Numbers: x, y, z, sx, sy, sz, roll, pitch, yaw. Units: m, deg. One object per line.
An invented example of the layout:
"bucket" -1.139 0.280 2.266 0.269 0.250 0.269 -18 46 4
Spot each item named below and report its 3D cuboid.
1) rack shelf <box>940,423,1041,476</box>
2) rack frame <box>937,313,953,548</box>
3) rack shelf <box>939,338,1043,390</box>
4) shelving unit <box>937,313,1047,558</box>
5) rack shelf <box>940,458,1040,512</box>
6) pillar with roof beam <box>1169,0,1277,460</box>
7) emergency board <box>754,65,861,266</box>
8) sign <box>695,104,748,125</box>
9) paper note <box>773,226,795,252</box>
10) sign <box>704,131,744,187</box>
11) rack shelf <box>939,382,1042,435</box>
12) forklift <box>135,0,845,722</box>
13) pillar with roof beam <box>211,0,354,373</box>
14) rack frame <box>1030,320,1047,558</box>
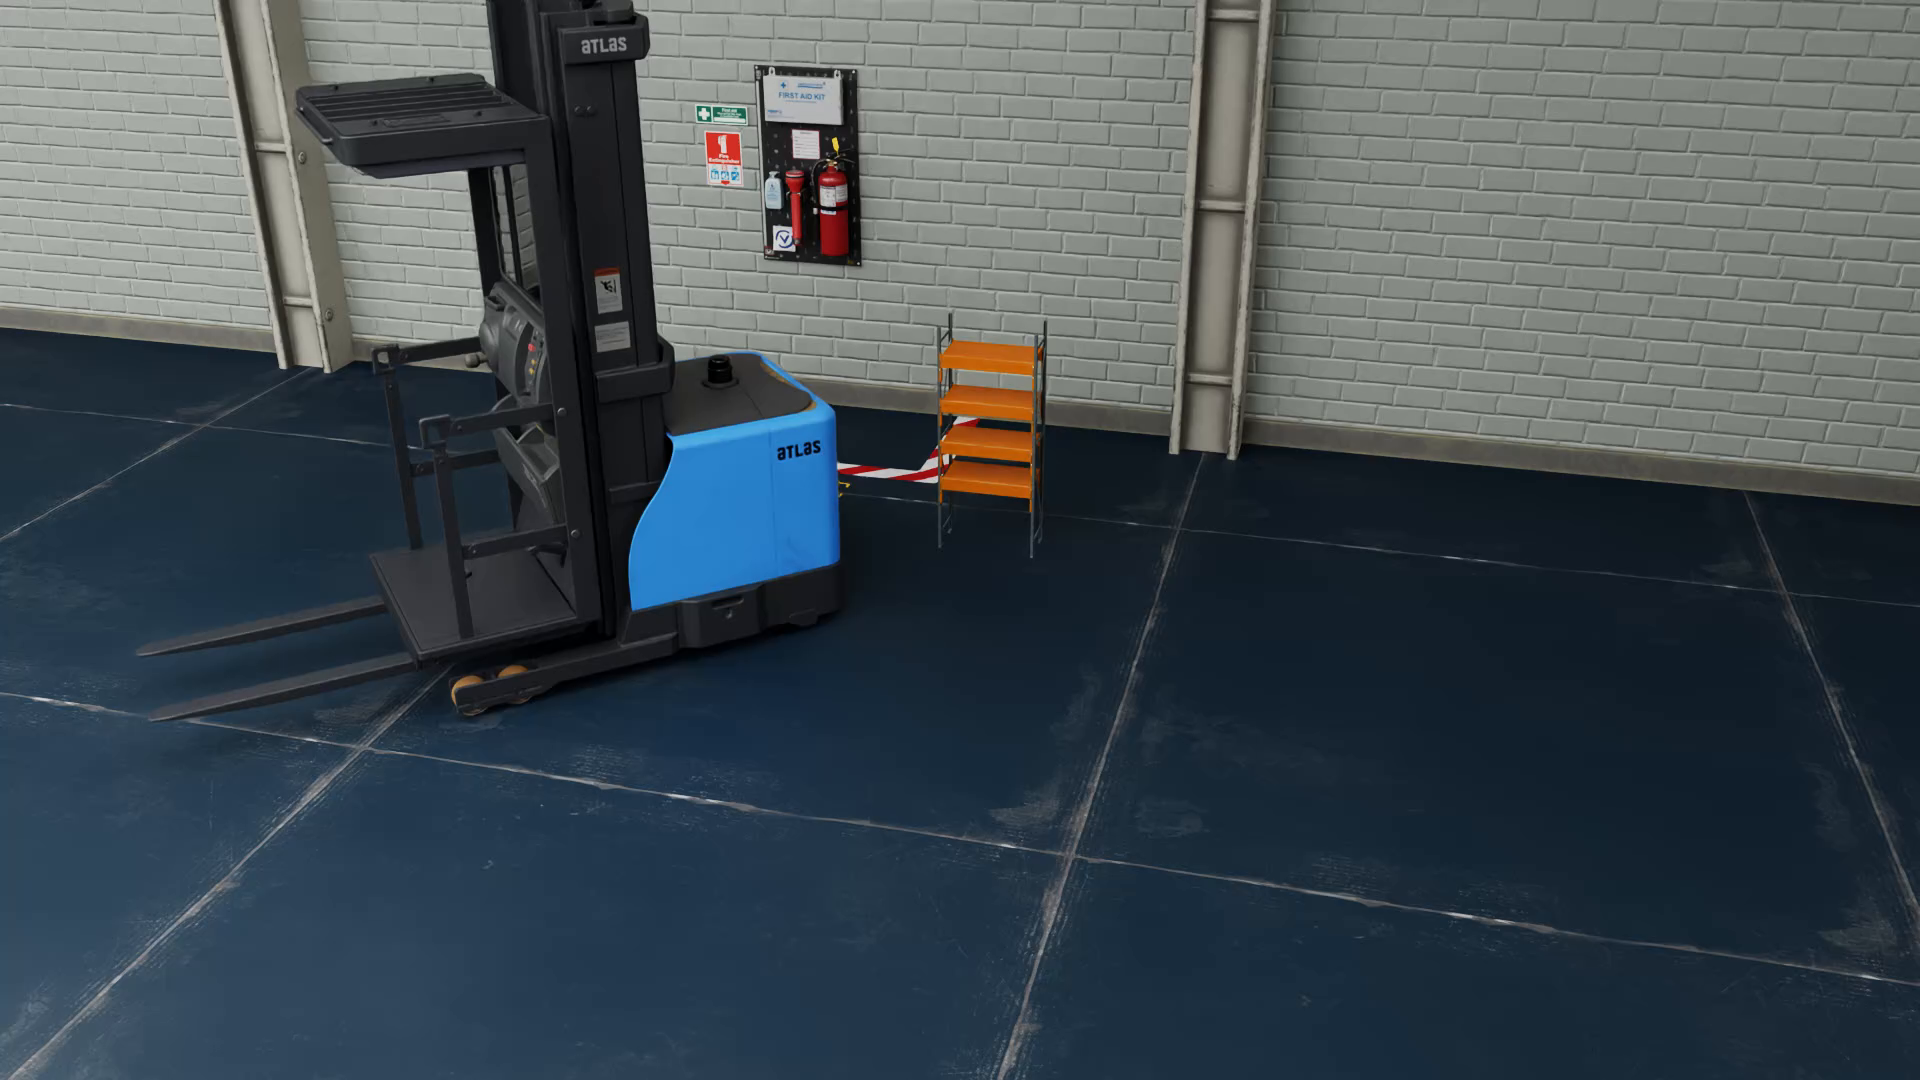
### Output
"rack shelf" 0.160 -0.463 8.484 0.480 0.148 0.258 6 26 13
"rack frame" -0.076 -0.550 8.510 0.015 1.200 0.240 6 26 13
"rack shelf" 0.160 -0.879 8.286 0.480 0.148 0.258 6 26 13
"shelving unit" 0.160 -0.524 8.455 0.503 1.200 0.258 6 26 13
"rack shelf" 0.160 -0.284 8.569 0.480 0.148 0.258 6 26 13
"pillar with roof beam" 0.393 -2.825 4.215 0.400 9.000 9.100 6 26 13
"emergency board" -0.919 -2.189 9.858 0.643 1.169 0.194 6 26 13
"sign" -1.427 -2.542 9.942 0.331 0.109 0.001 6 26 13
"paper note" -1.073 -1.839 10.148 0.142 0.148 0.016 6 26 13
"sign" -1.429 -2.307 10.065 0.234 0.329 0.001 6 26 13
"rack shelf" 0.160 -0.665 8.388 0.480 0.148 0.258 6 26 13
"forklift" -2.093 -0.828 7.079 3.031 2.935 1.130 -13 28 -25
"pillar with roof beam" -5.418 -3.467 5.564 0.400 9.000 9.100 6 26 13
"rack frame" 0.397 -0.498 8.400 0.015 1.200 0.240 6 26 13
